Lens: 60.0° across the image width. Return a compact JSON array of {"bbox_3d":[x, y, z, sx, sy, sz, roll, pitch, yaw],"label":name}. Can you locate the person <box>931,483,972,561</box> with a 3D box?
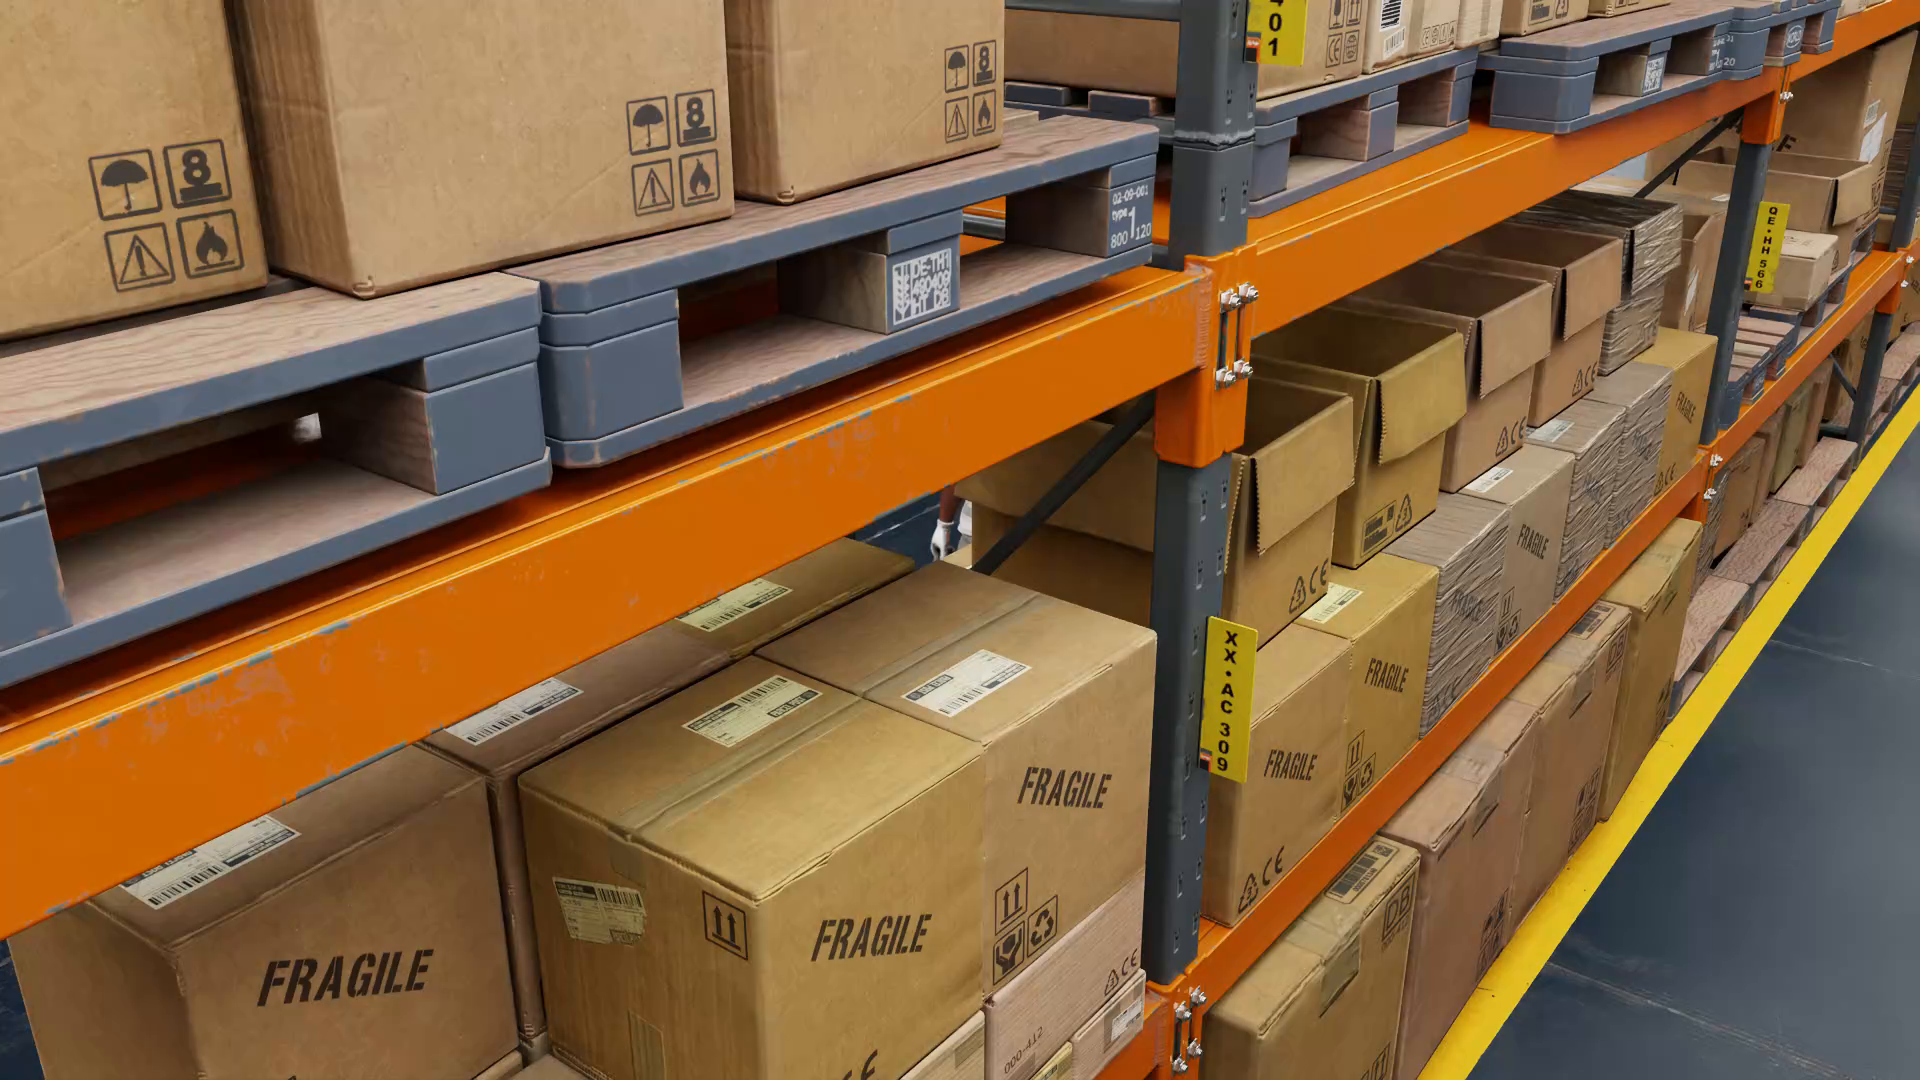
[{"bbox_3d":[0.162,0.034,6.505,0.622,1.774,0.454,16,28,33],"label":"person"}]
